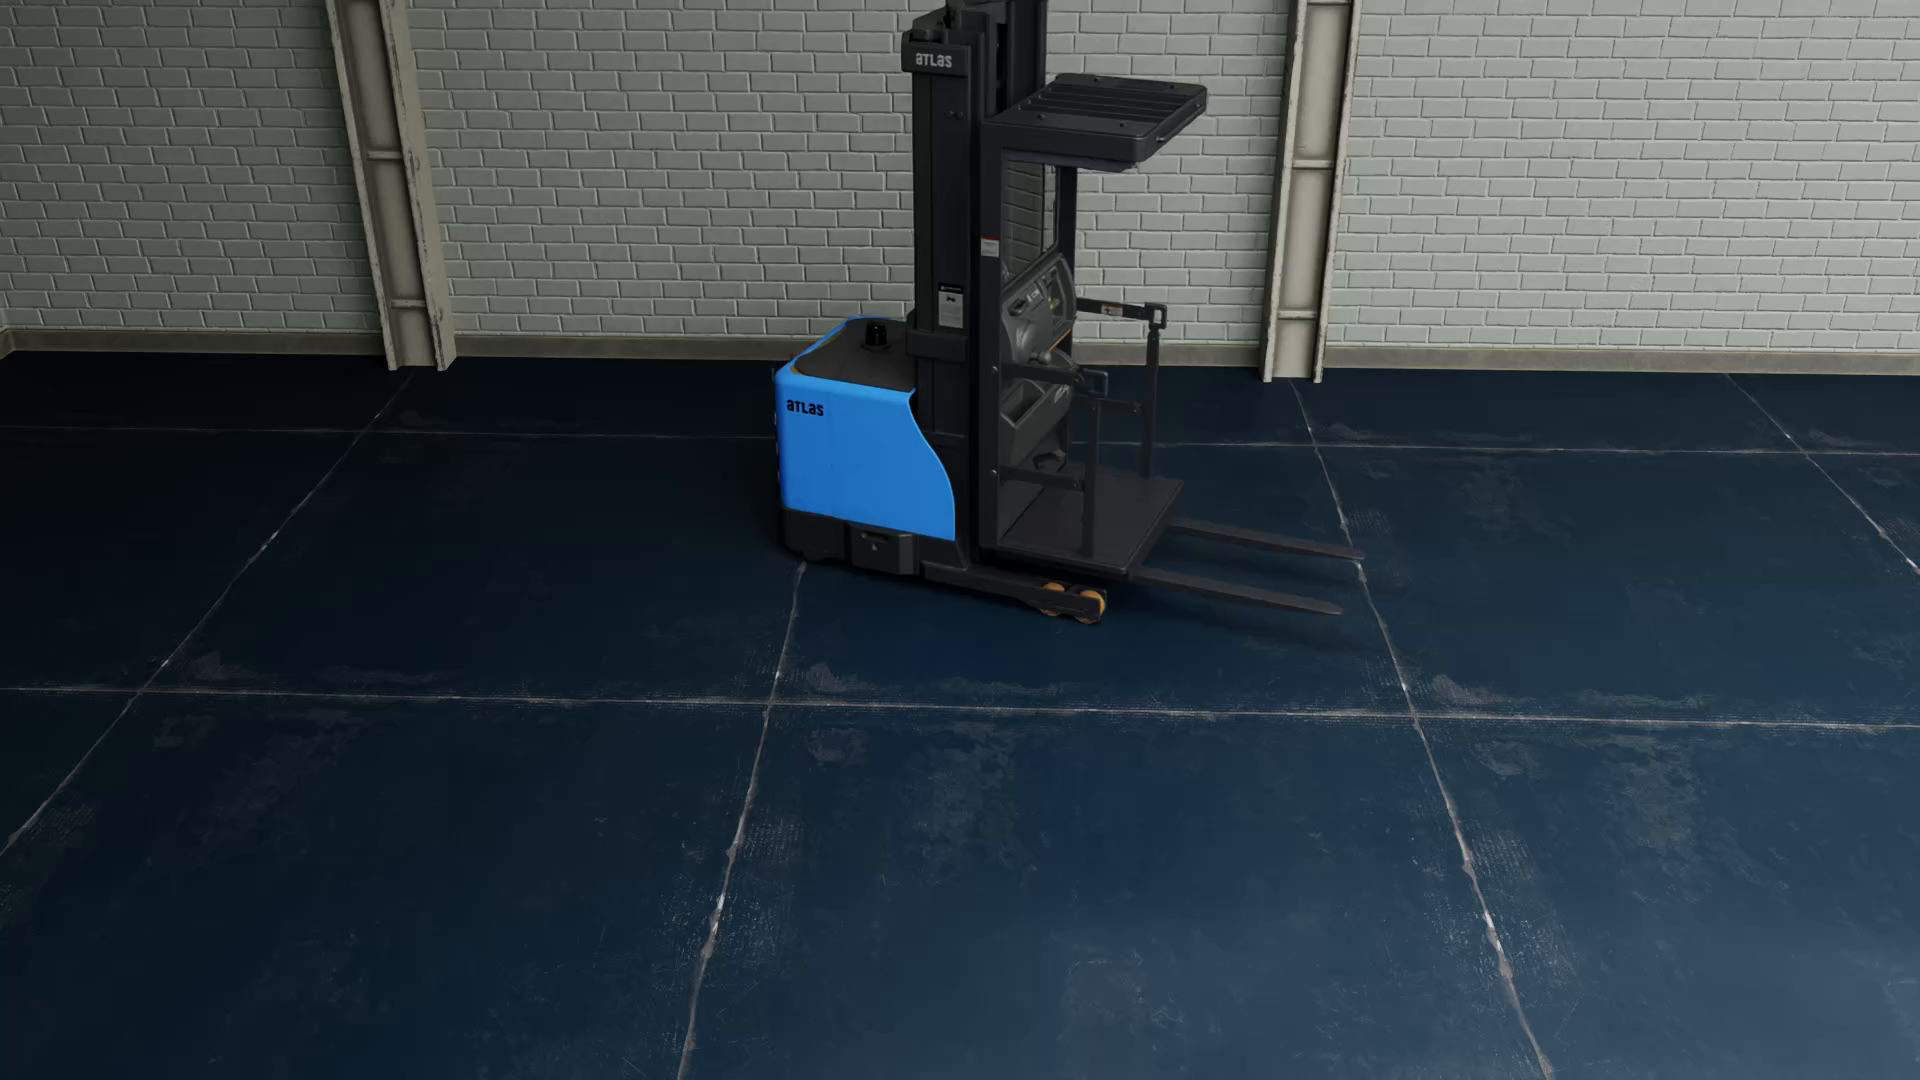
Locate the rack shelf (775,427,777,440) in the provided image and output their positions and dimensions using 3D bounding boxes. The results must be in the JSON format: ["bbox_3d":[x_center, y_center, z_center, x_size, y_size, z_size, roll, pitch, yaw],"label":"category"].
[{"bbox_3d":[-0.891,-0.628,9.353,0.200,0.077,0.258,11,30,20],"label":"rack shelf"}]

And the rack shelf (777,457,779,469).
[{"bbox_3d":[-0.891,-0.469,9.438,0.200,0.077,0.258,11,30,20],"label":"rack shelf"}]

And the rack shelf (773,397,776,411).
[{"bbox_3d":[-0.891,-0.787,9.269,0.200,0.077,0.258,11,30,20],"label":"rack shelf"}]

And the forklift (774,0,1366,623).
[{"bbox_3d":[0.585,-1.155,8.299,3.031,2.935,1.130,11,30,20],"label":"forklift"}]

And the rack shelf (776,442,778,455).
[{"bbox_3d":[-0.891,-0.549,9.395,0.200,0.077,0.258,11,30,20],"label":"rack shelf"}]

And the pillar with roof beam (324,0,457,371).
[{"bbox_3d":[-3.892,-3.201,5.680,0.400,9.000,9.100,1,28,2],"label":"pillar with roof beam"}]

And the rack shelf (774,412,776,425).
[{"bbox_3d":[-0.891,-0.708,9.311,0.200,0.077,0.258,11,30,20],"label":"rack shelf"}]

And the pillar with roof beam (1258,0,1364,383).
[{"bbox_3d":[2.105,-3.102,5.493,0.400,9.000,9.100,1,28,2],"label":"pillar with roof beam"}]

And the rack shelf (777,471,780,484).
[{"bbox_3d":[-0.891,-0.390,9.480,0.200,0.077,0.258,11,30,20],"label":"rack shelf"}]

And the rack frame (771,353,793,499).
[{"bbox_3d":[-0.985,-0.596,9.414,0.006,0.900,0.240,11,30,20],"label":"rack frame"}]

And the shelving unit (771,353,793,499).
[{"bbox_3d":[-0.891,-0.578,9.380,0.210,0.900,0.258,11,30,20],"label":"shelving unit"}]
